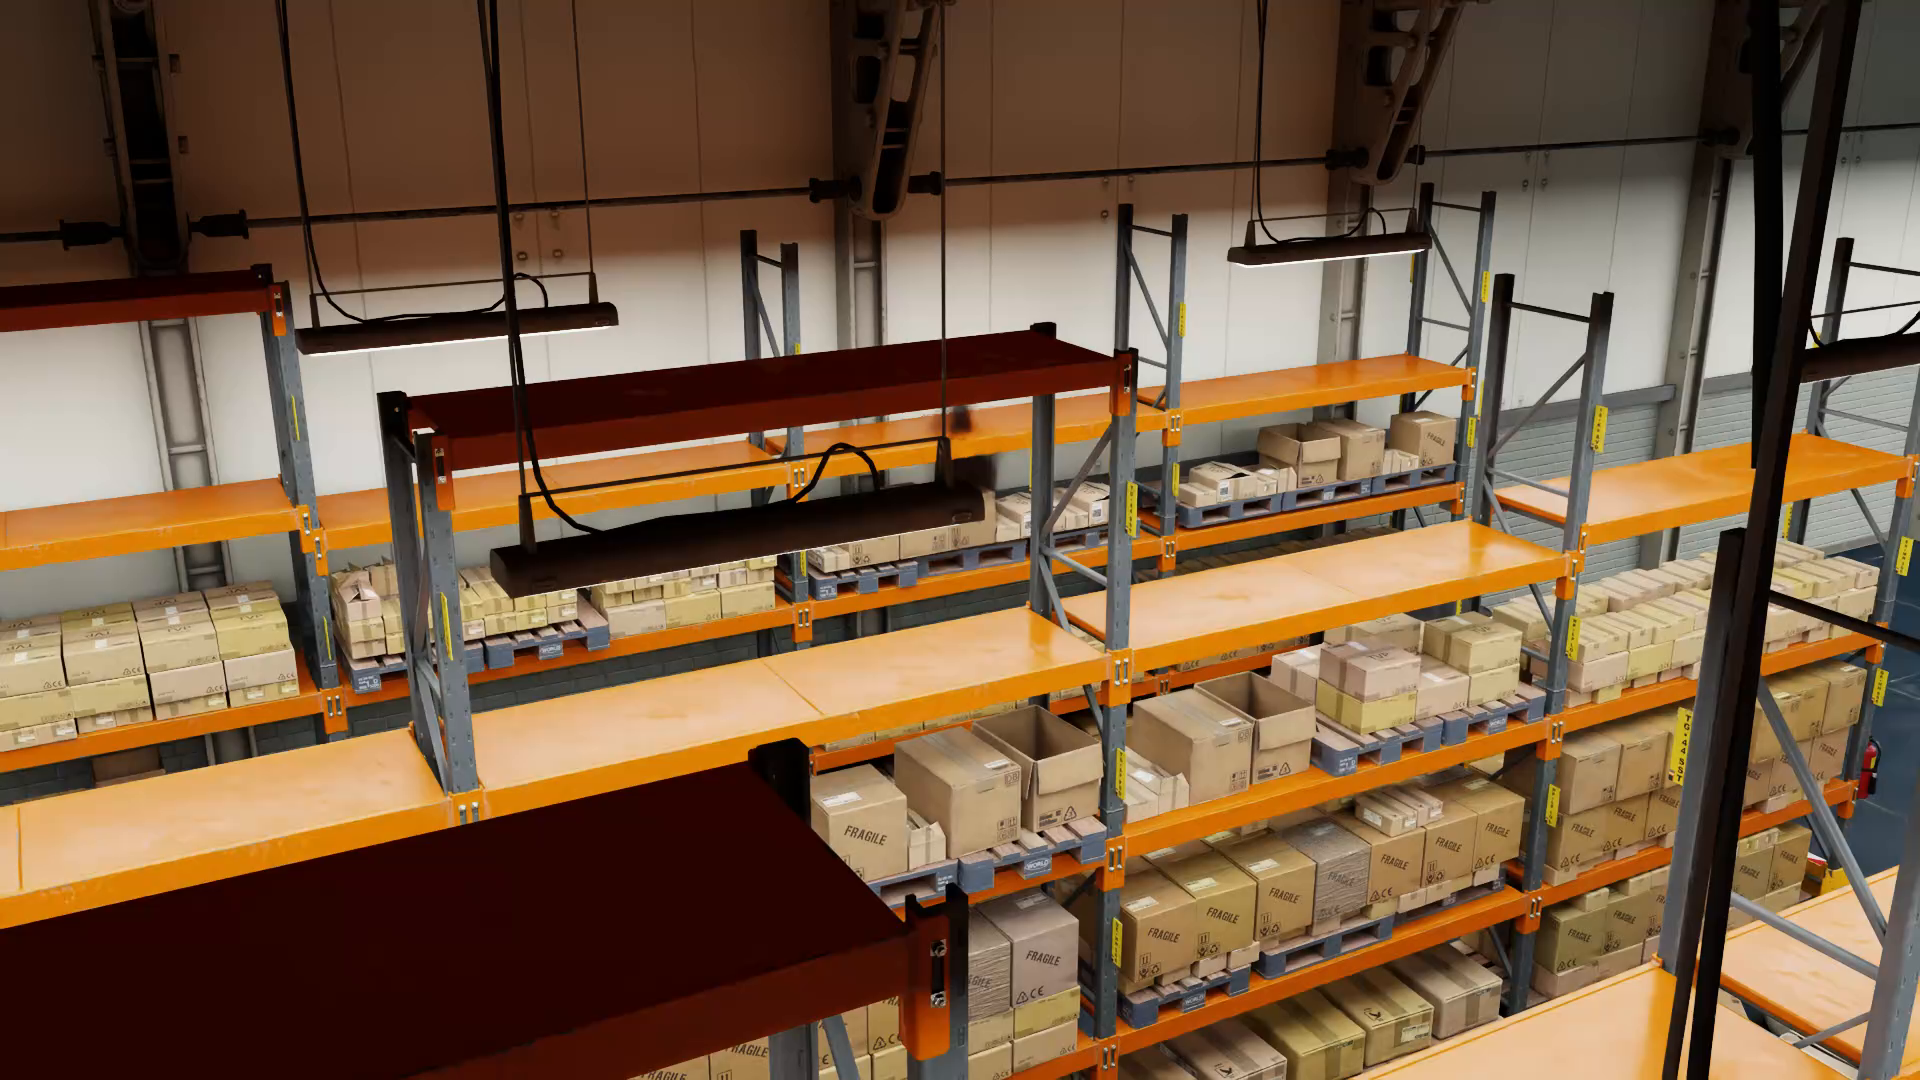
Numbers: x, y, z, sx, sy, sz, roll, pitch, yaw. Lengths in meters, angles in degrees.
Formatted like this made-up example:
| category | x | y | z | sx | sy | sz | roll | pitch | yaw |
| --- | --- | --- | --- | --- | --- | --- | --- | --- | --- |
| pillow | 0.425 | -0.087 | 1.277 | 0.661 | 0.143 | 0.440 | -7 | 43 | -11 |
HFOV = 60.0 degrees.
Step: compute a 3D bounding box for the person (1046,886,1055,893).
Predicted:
| category | x | y | z | sx | sy | sz | roll | pitch | yaw |
| --- | --- | --- | --- | --- | --- | --- | --- | --- | --- |
| person | 0.959 | 3.035 | 13.808 | 0.781 | 1.526 | 0.464 | -17 | 25 | -42 |
